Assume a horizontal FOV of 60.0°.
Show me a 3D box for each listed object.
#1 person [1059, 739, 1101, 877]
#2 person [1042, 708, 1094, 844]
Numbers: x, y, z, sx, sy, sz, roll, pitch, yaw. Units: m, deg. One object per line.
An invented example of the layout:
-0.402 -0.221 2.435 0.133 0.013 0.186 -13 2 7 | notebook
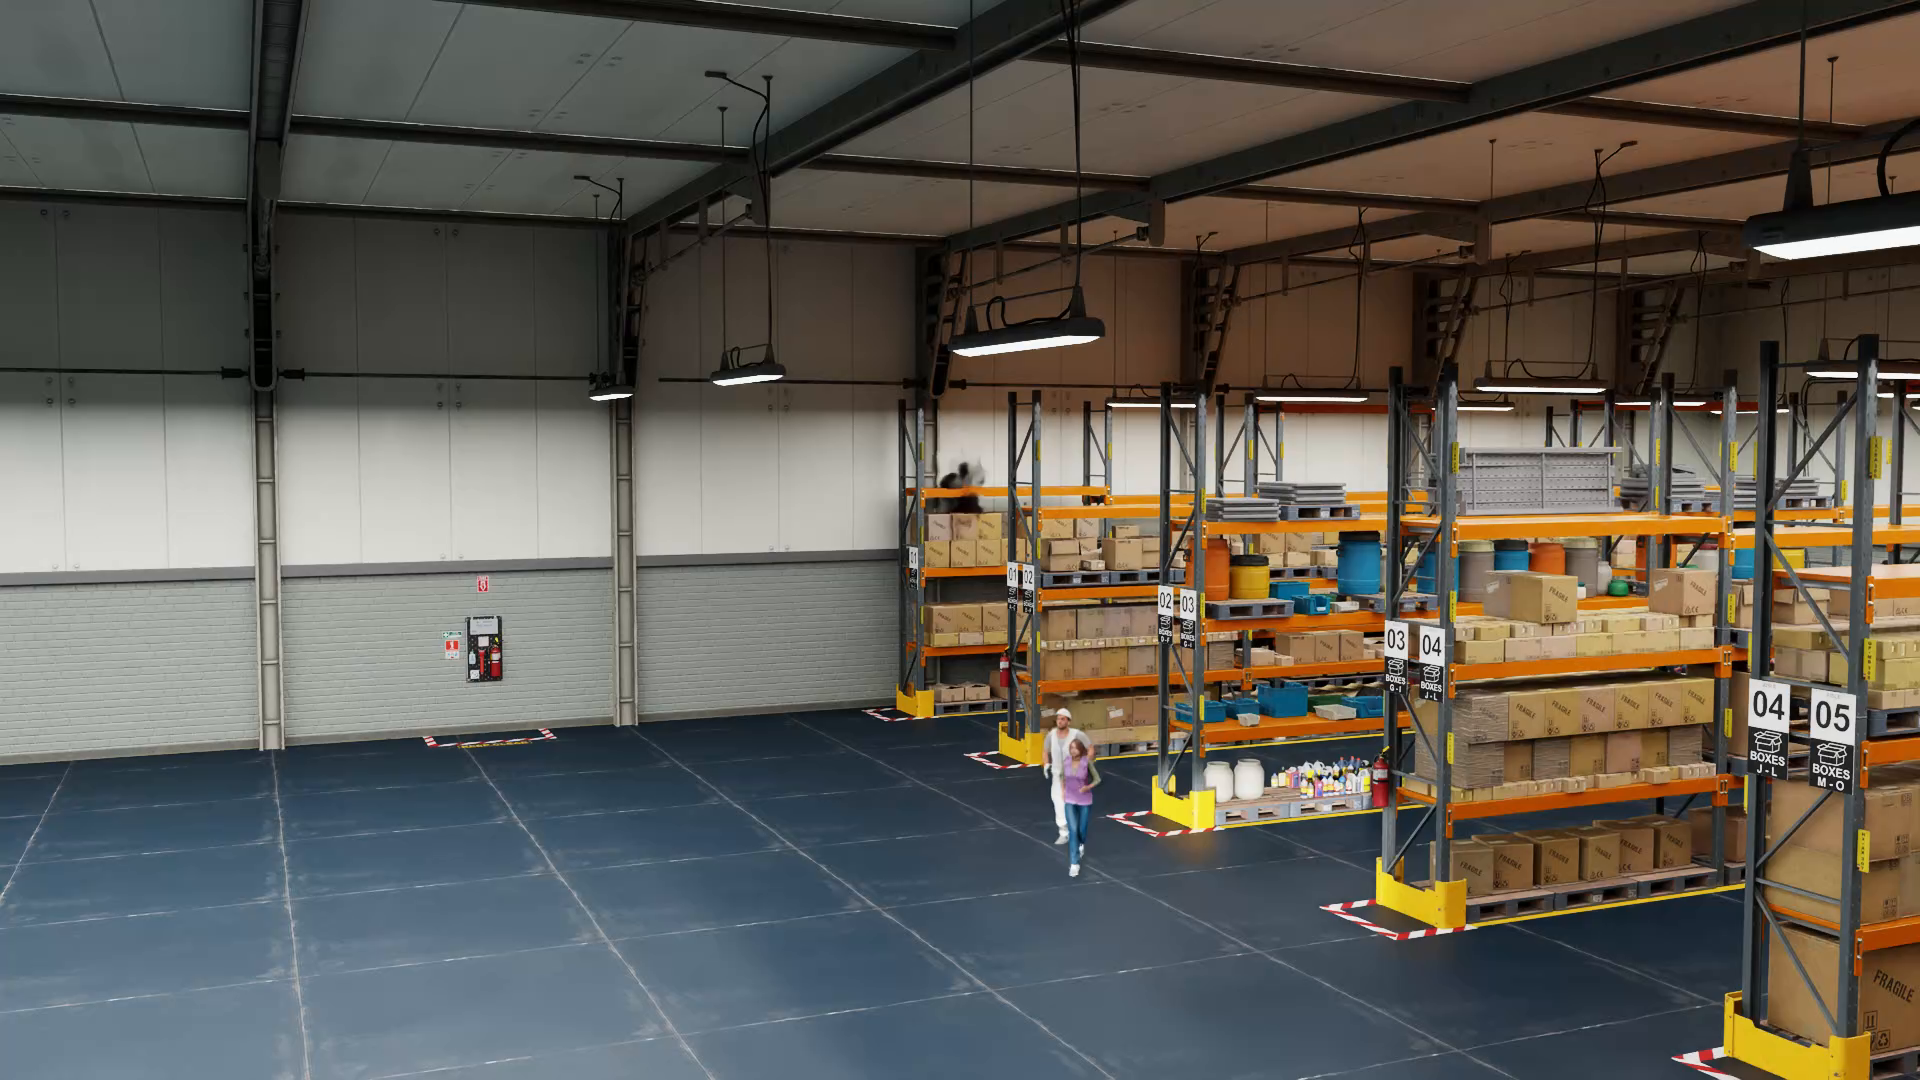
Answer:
1.440 3.191 20.125 0.528 1.604 0.802 1 3 11 | person
1.376 3.039 21.471 0.682 1.752 0.654 1 4 20 | person
